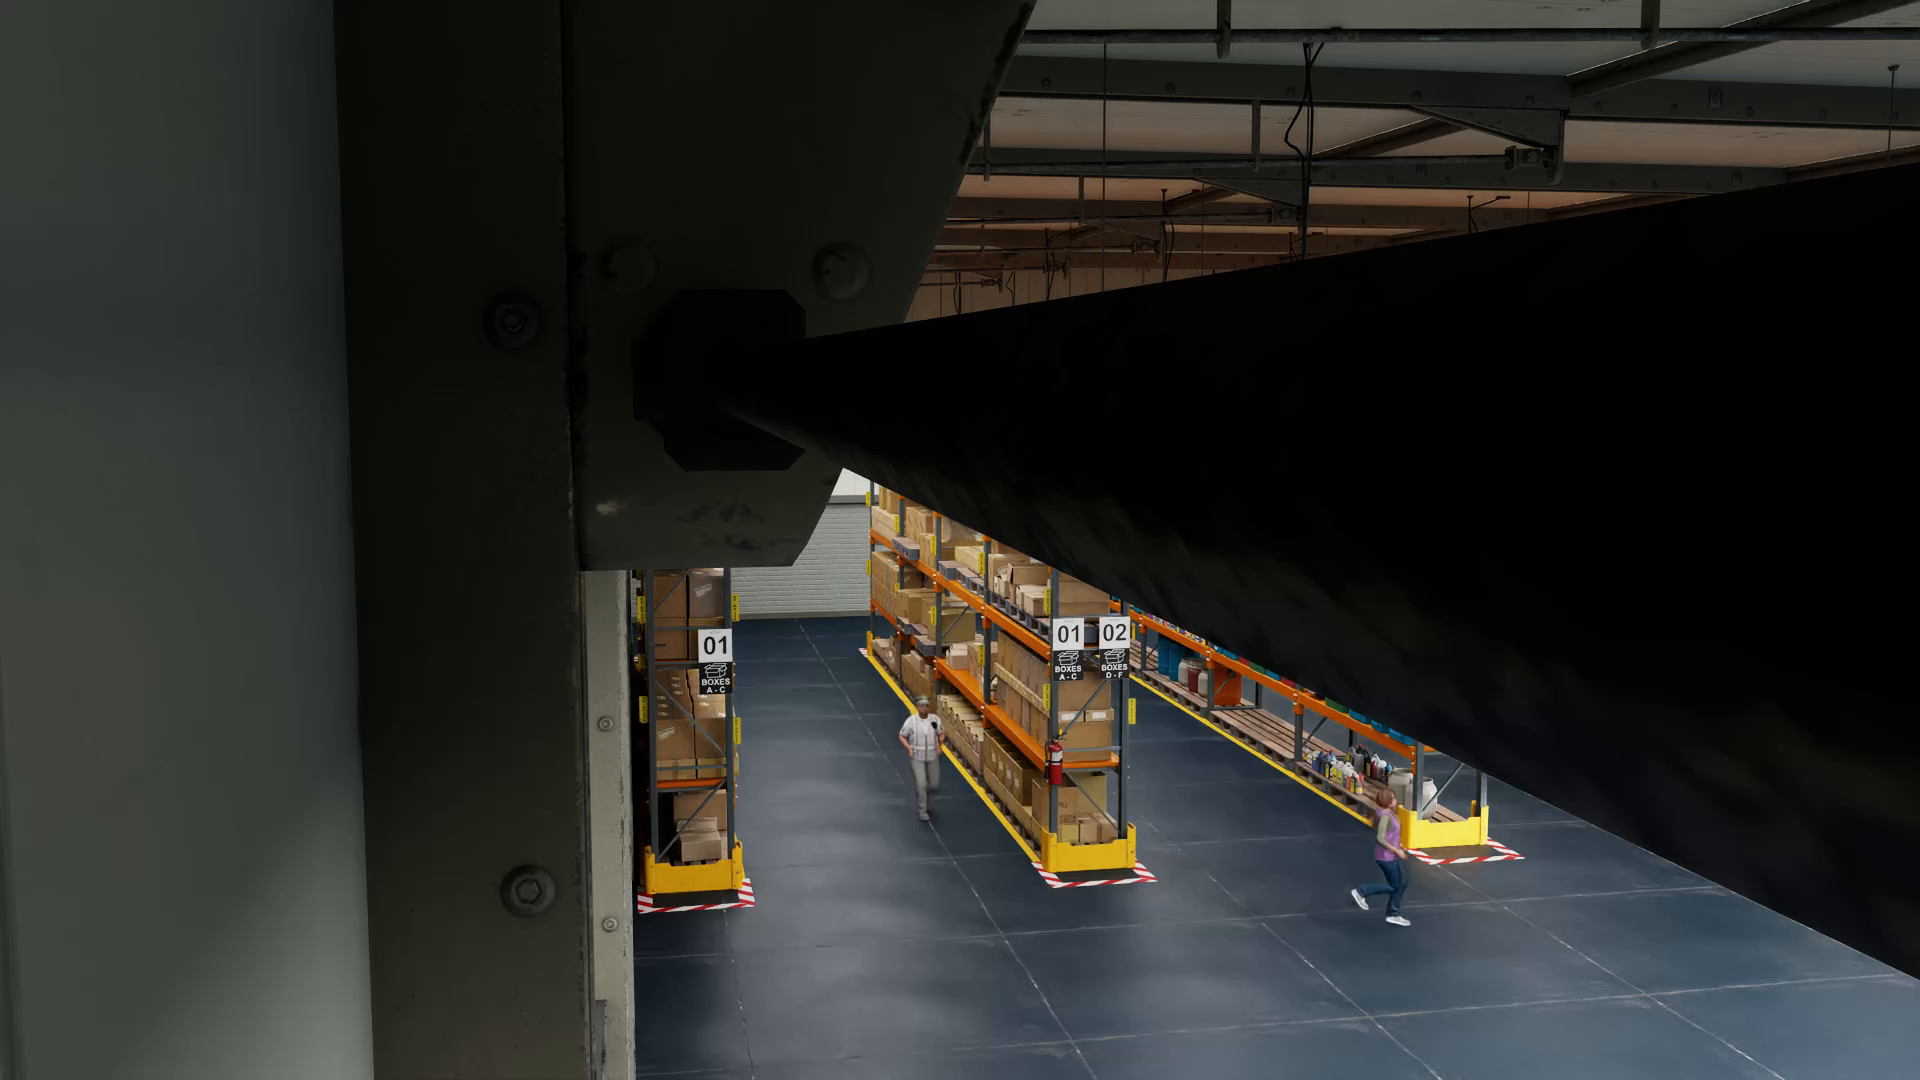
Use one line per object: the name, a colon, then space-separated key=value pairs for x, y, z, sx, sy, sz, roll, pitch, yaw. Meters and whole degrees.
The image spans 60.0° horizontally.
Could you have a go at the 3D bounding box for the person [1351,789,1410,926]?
person: x=4.803 y=3.599 z=18.919 sx=0.666 sy=1.563 sz=0.552 roll=1 pitch=6 yaw=14

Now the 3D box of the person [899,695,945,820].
person: x=-0.524 y=3.029 z=23.384 sx=0.664 sy=1.728 sz=0.645 roll=-1 pitch=6 yaw=-14
